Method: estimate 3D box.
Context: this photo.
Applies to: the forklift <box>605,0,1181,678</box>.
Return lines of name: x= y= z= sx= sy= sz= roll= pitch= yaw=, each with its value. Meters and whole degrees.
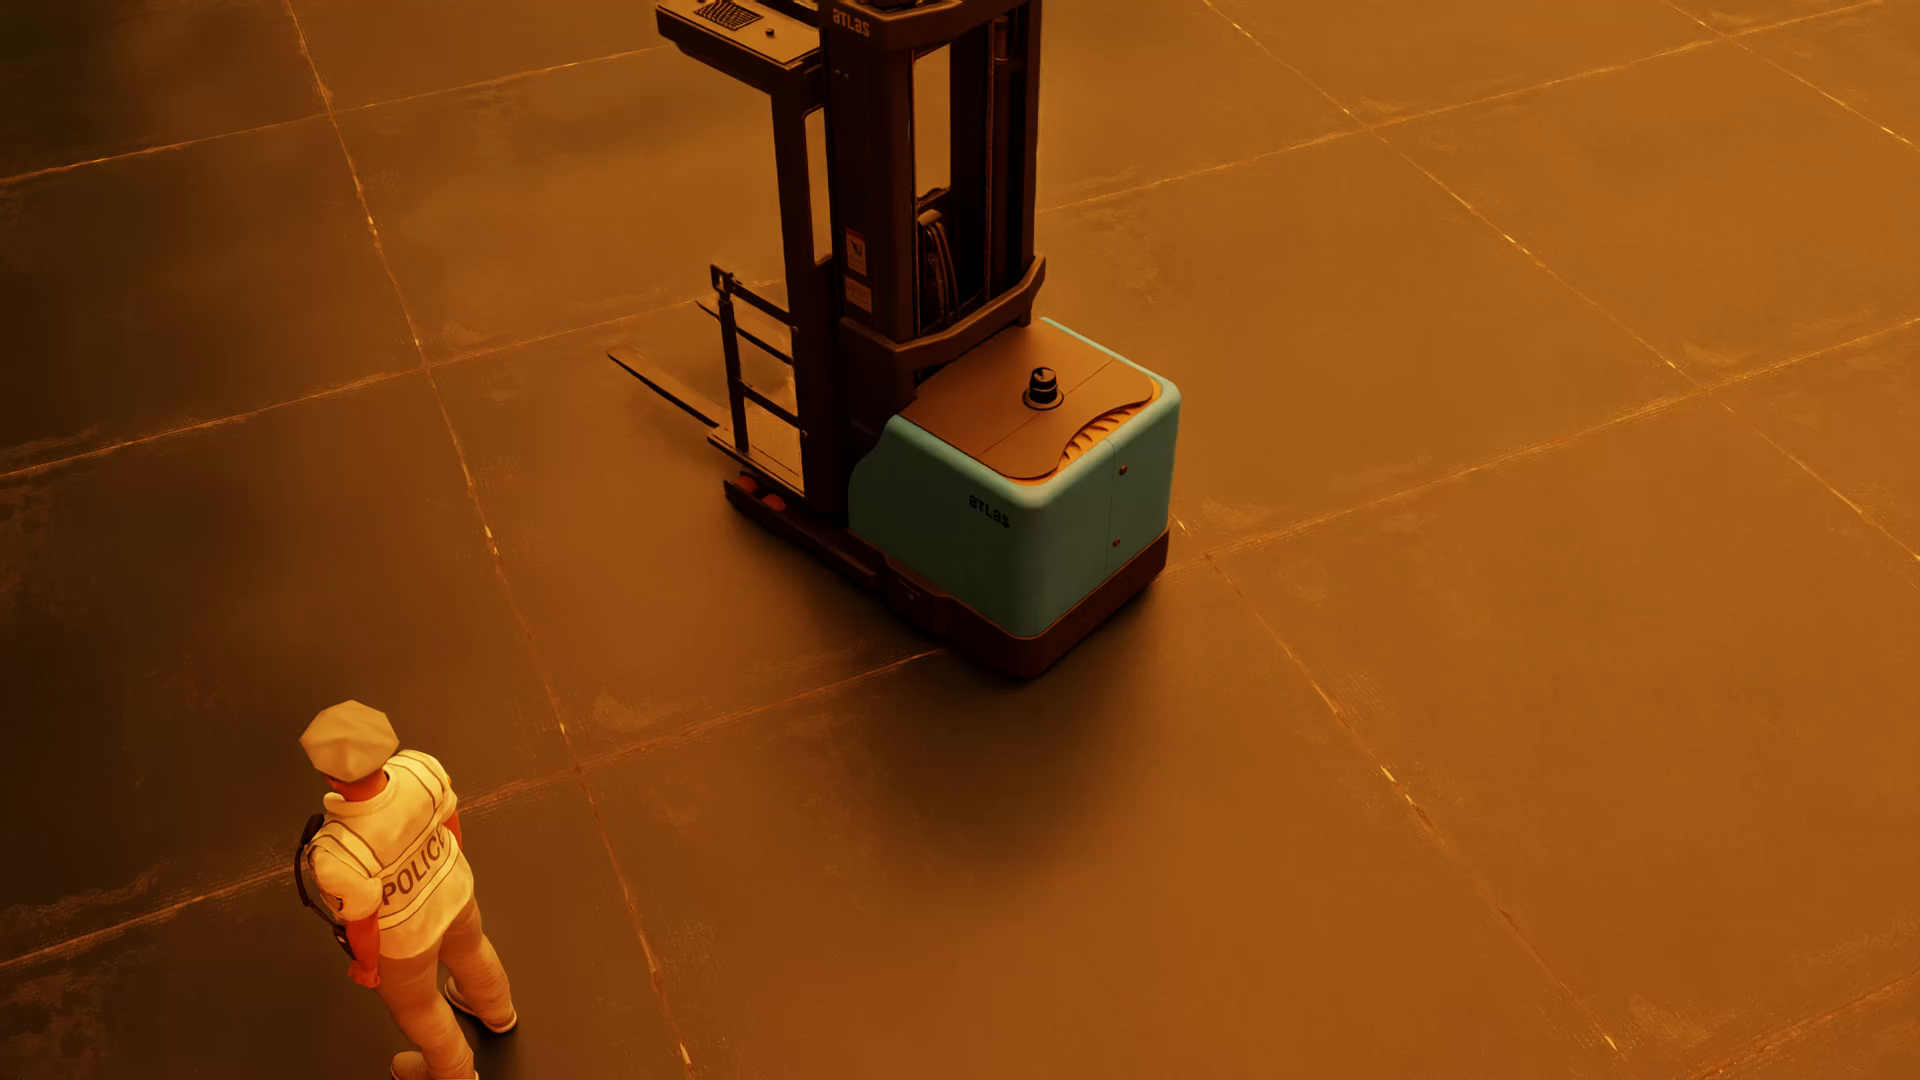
forklift: x=-0.486 y=-1.361 z=7.139 sx=3.031 sy=2.935 sz=1.130 roll=32 pitch=52 yaw=30

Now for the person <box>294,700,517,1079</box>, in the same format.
person: x=-1.768 y=1.162 z=5.290 sx=0.397 sy=1.770 sz=0.522 roll=17 pitch=46 yaw=17
